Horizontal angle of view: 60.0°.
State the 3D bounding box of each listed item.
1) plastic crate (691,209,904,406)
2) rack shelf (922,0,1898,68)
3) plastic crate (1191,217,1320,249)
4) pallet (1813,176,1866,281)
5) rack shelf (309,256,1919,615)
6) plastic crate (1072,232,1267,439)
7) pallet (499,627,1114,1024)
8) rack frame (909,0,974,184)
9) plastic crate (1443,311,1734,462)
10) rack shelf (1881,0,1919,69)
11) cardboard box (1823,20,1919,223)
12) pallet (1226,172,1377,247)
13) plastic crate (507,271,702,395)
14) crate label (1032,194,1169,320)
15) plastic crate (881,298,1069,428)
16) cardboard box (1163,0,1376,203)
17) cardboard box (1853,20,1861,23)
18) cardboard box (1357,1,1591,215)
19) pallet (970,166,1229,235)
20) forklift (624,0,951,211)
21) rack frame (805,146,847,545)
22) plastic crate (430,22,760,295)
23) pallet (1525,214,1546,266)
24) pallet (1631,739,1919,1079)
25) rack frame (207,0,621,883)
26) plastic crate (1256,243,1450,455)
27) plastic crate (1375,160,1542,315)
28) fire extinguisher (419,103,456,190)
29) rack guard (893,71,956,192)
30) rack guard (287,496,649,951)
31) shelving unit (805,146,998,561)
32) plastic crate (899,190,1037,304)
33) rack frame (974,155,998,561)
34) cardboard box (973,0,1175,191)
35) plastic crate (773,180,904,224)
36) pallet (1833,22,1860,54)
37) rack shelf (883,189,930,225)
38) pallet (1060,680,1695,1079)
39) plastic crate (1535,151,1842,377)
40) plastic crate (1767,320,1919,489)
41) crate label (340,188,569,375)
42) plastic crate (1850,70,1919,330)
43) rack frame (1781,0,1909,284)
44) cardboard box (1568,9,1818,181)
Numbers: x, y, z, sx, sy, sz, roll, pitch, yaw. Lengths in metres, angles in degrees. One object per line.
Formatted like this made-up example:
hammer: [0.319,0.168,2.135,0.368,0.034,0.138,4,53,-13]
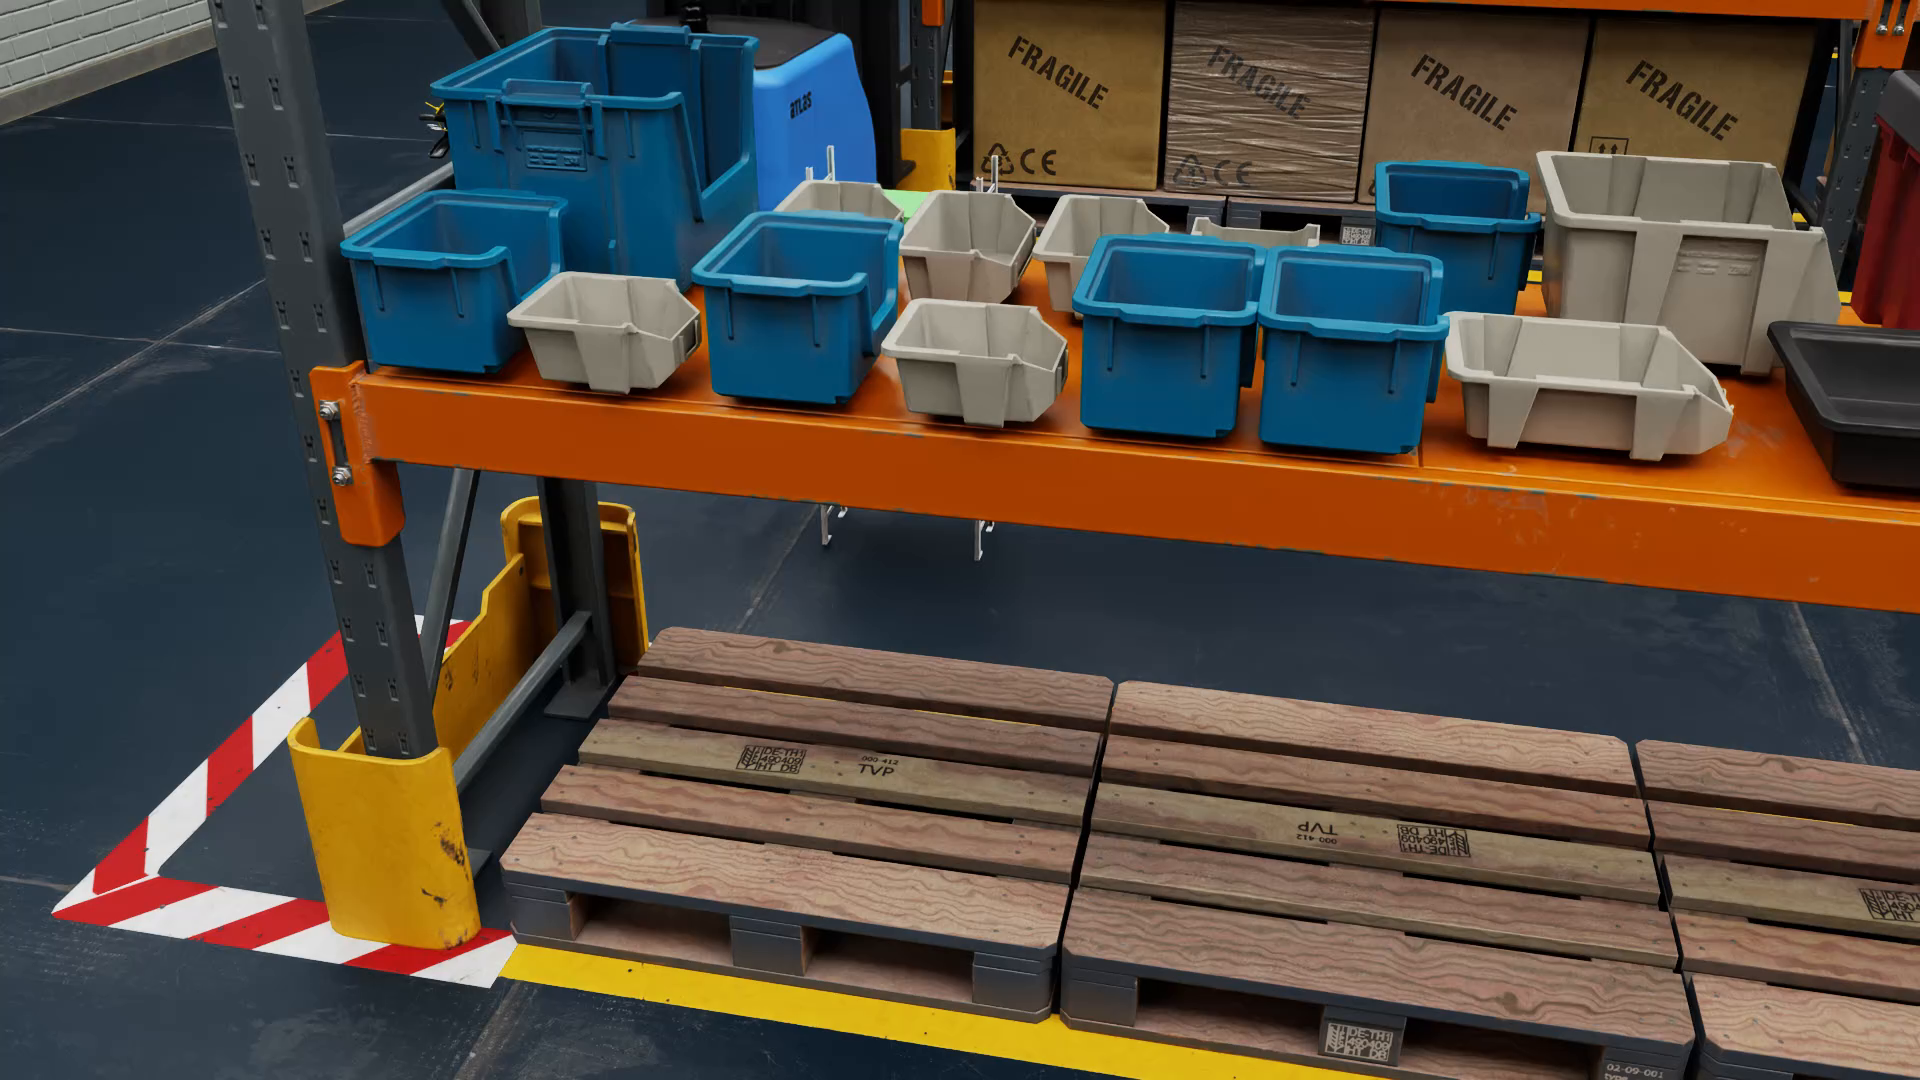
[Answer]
plastic crate: [-0.281,-0.419,3.004,0.300,0.233,0.416,6,29,11]
rack shelf: [1.892,-2.521,7.481,4.000,0.370,1.077,6,29,11]
plastic crate: [0.589,-0.552,3.347,0.250,0.136,0.298,6,29,11]
pallet: [4.619,-1.371,7.535,1.213,0.211,1.003,6,29,11]
rack shelf: [0.858,-0.195,3.232,4.000,0.370,1.077,6,29,11]
plastic crate: [0.363,-0.353,2.883,0.300,0.233,0.416,6,29,11]
pallet: [-0.299,0.613,3.911,1.213,0.211,1.003,6,29,11]
rack frame: [-0.063,-3.038,7.675,0.127,3.000,1.000,6,29,11]
plastic crate: [1.048,-0.254,2.803,0.466,0.136,0.293,6,29,11]
rack shelf: [5.804,-2.120,6.748,4.000,0.370,1.077,6,29,11]
cardboard box: [4.478,-1.834,7.251,0.875,0.875,1.225,6,29,11]
pallet: [1.924,-1.648,8.040,1.213,0.211,1.003,6,29,11]
plastic crate: [-0.629,-0.372,3.018,0.298,0.136,0.250,6,29,11]
crate label: [0.295,-0.573,3.385,0.243,0.136,0.396,6,29,11]
plastic crate: [0.035,-0.304,2.893,0.298,0.136,0.250,6,29,11]
cardboard box: [1.469,-2.172,7.869,0.875,0.875,0.875,6,29,11]
cardboard box: [6.168,-3.792,11.219,0.500,0.500,0.500,7,30,13]
cardboard box: [2.339,-2.083,7.706,0.875,0.875,0.875,6,29,11]
pallet: [0.735,-1.771,8.265,1.213,0.211,1.003,6,29,11]
forklift: [-0.723,-2.812,7.334,1.130,2.935,3.031,8,30,15]
rack frame: [-0.401,-0.567,5.037,0.015,1.200,0.240,6,29,11]
plastic crate: [-0.731,-0.807,3.502,0.499,0.435,0.616,6,29,11]
pallet: [3.121,-1.526,7.818,1.213,0.211,1.003,6,29,11]
pallet: [2.087,0.857,3.464,1.213,0.211,1.003,6,29,11]
rack frame: [-1.098,-0.711,3.426,0.127,3.000,1.000,6,29,11]
plastic crate: [0.656,-0.323,2.828,0.300,0.233,0.416,6,29,11]
plastic crate: [0.964,-0.579,3.296,0.300,0.233,0.416,6,29,11]
fire extinguisher: [-1.150,-0.743,3.952,0.183,0.674,0.296,6,29,11]
rack guard: [-0.087,-1.944,8.279,0.348,0.500,1.175,6,29,11]
rack guard: [-1.124,0.389,4.020,0.348,0.500,1.175,6,29,11]
shelving unit: [-0.162,-0.543,4.992,0.503,1.200,0.258,6,29,11]
plastic crate: [0.018,-0.590,3.415,0.243,0.136,0.396,6,29,11]
rack frame: [0.077,-0.518,4.948,0.015,1.200,0.240,6,29,11]
cardboard box: [0.579,-2.263,8.035,0.875,0.875,0.875,6,29,11]
plastic crate: [-0.262,-0.625,3.481,0.243,0.136,0.396,6,29,11]
pallet: [5.745,-3.655,11.707,1.213,0.211,1.003,6,29,11]
rack shelf: [-0.162,-0.908,4.792,0.480,0.148,0.258,6,29,11]
pallet: [0.890,0.736,3.686,1.213,0.211,1.003,6,29,11]
plastic crate: [1.359,-0.524,3.145,0.530,0.282,0.437,6,29,11]
plastic crate: [1.663,-0.202,2.720,0.590,0.125,0.437,6,29,11]
crate label: [-0.925,-0.485,3.124,0.303,0.233,0.416,6,29,11]
plastic crate: [1.993,-0.572,3.042,0.583,0.464,0.402,6,29,11]
rack frame: [3.848,-2.636,6.942,0.127,3.000,1.000,6,29,11]
cardboard box: [3.220,-1.992,7.541,0.875,0.875,0.875,6,29,11]
